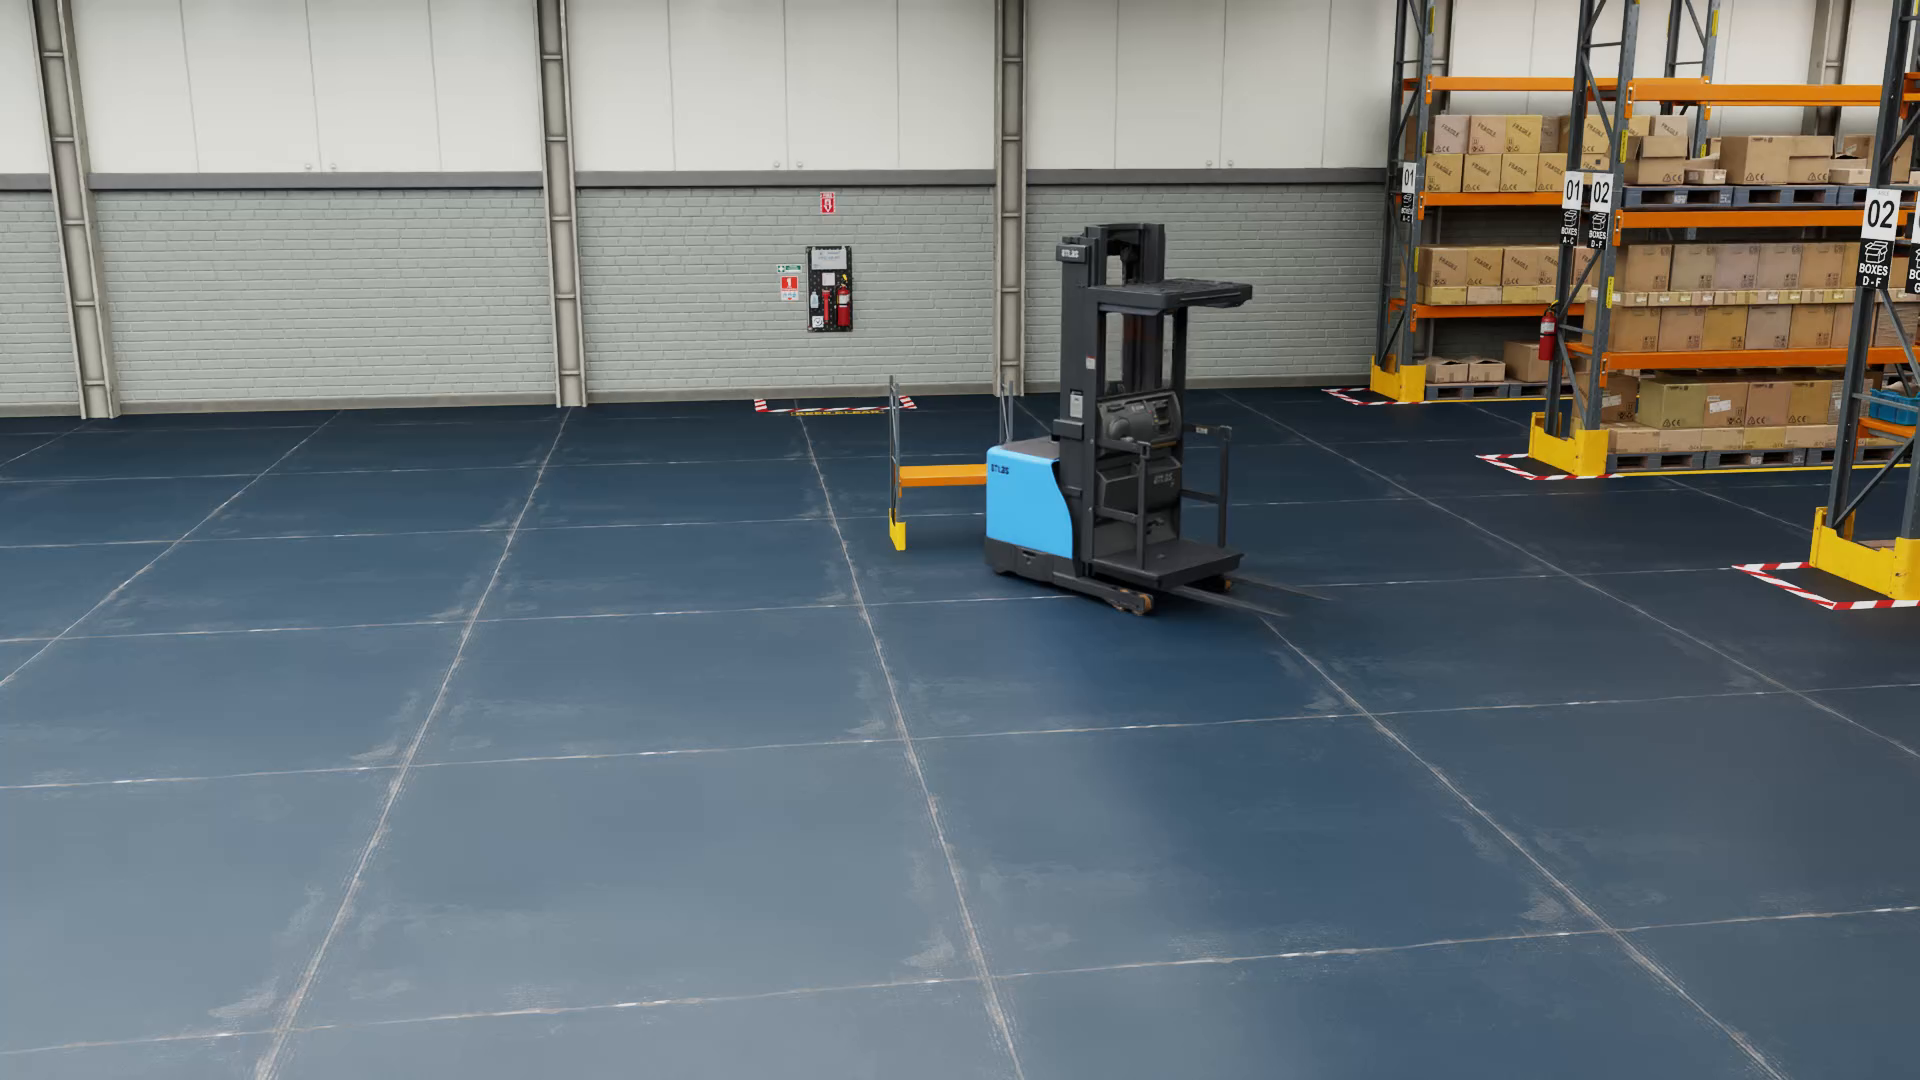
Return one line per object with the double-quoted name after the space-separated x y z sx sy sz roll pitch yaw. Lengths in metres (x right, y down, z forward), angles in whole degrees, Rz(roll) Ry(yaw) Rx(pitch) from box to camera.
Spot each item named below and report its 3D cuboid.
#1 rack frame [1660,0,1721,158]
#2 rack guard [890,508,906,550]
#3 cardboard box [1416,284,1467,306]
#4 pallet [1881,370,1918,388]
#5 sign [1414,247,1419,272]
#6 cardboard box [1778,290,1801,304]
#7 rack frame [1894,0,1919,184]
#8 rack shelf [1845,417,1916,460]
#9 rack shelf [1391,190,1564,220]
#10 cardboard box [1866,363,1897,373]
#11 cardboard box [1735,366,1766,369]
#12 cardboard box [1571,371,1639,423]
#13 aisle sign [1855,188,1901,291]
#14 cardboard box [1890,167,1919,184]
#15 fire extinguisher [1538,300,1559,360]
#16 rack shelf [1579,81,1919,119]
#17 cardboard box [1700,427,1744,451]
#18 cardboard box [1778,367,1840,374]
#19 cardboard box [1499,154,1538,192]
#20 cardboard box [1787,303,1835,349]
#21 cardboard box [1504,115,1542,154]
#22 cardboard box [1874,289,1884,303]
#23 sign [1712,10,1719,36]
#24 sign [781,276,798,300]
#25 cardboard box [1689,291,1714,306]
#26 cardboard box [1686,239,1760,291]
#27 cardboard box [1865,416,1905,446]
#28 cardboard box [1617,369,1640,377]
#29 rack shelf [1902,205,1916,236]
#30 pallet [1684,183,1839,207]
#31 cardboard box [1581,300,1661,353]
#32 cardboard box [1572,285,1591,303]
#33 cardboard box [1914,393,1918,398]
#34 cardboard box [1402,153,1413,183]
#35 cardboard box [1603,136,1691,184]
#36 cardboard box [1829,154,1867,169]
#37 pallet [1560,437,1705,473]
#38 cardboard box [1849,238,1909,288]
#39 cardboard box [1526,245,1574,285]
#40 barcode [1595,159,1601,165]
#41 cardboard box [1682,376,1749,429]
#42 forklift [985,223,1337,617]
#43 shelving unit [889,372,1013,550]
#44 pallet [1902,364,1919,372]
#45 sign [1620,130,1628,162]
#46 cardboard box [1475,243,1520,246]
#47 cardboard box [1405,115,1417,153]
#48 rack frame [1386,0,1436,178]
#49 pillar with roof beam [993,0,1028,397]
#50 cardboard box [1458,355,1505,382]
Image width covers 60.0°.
10.006 -6.538 22.821 0.127 3.000 1.000 -2 14 -8 "rack frame"
-0.568 -0.100 15.137 0.087 0.250 0.587 -2 14 -8 "rack guard"
6.580 -3.361 22.755 0.500 0.250 0.500 -3 14 -10 "cardboard box"
13.188 -2.393 24.356 1.213 0.211 1.003 -2 14 -8 "pallet"
6.131 -3.773 22.347 0.005 0.325 0.100 -2 14 -8 "sign"
8.993 -2.682 18.241 0.250 0.149 0.380 -2 14 -6 "cardboard box"
10.748 -5.347 18.070 0.127 3.000 1.000 -2 14 -8 "rack frame"
9.504 -0.824 13.847 4.000 0.370 1.077 -2 14 -8 "rack shelf"
8.028 -4.662 22.984 4.000 0.370 1.077 -2 14 -8 "rack shelf"
13.257 -2.735 24.225 0.500 0.500 0.700 -2 14 -8 "cardboard box"
11.235 -2.691 24.046 0.500 0.500 0.700 -2 14 -9 "cardboard box"
7.278 -1.617 18.777 0.500 0.500 0.500 -2 14 -8 "cardboard box"
7.411 -2.430 13.429 0.004 0.787 0.394 -2 14 -8 "aisle sign"
13.289 -5.104 23.409 0.500 0.311 0.500 -2 14 -8 "cardboard box"
6.606 -2.362 18.660 0.183 0.674 0.296 -2 14 -8 "fire extinguisher"
8.770 -4.731 17.917 4.000 0.370 1.077 -2 14 -8 "rack shelf"
8.344 -1.165 18.517 0.500 0.250 0.500 -2 14 -8 "cardboard box"
9.749 -1.709 19.146 0.500 0.500 0.500 -2 14 -8 "cardboard box"
7.468 -4.979 22.524 0.500 0.500 0.500 -1 14 -6 "cardboard box"
9.292 -2.430 18.566 0.500 0.500 0.700 -2 14 -7 "cardboard box"
7.476 -5.464 22.403 0.500 0.500 0.500 -2 14 -7 "cardboard box"
10.007 -2.720 18.390 0.250 0.149 0.380 -3 14 -10 "cardboard box"
10.068 -6.898 22.175 0.005 0.325 0.100 -2 14 -8 "sign"
-2.331 -3.441 22.731 0.234 0.329 0.001 -2 14 -8 "sign"
7.970 -2.645 18.091 0.250 0.149 0.380 -2 14 -9 "cardboard box"
8.326 -3.024 18.270 0.500 0.500 0.700 -2 14 -8 "cardboard box"
10.322 -1.237 18.807 0.500 0.250 0.500 -2 14 -8 "cardboard box"
9.481 -2.441 23.736 0.250 0.166 0.380 -4 15 -16 "cardboard box"
12.725 -3.615 18.812 4.000 0.370 1.077 -2 14 -8 "rack shelf"
8.704 -3.768 18.125 1.213 0.211 1.003 -2 14 -8 "pallet"
7.256 -2.354 18.265 0.500 0.500 0.700 -2 14 -8 "cardboard box"
8.594 -3.437 23.056 0.500 0.250 0.500 -2 14 -9 "cardboard box"
11.193 -1.534 18.836 0.500 0.311 0.500 -2 14 -8 "cardboard box"
6.425 -5.072 22.896 0.500 0.500 0.500 -1 14 -4 "cardboard box"
7.361 -4.088 17.855 0.637 0.503 0.797 -1 14 -4 "cardboard box"
9.676 -4.146 18.480 0.500 0.311 0.500 -3 14 -11 "cardboard box"
7.542 -0.977 18.712 1.213 0.211 1.003 -2 14 -8 "pallet"
10.310 -3.097 18.560 0.500 0.500 0.700 -2 14 -8 "cardboard box"
8.078 -3.783 22.895 0.500 0.500 0.500 -2 14 -7 "cardboard box"
7.019 -4.155 18.293 0.075 0.075 0.001 -2 14 -8 "barcode"
8.342 -1.531 18.437 0.500 0.500 0.500 -2 14 -8 "cardboard box"
1.580 -0.975 13.112 1.130 2.935 3.031 -13 19 -41 "forklift"
-0.075 -0.725 15.057 1.083 1.500 0.587 -2 14 -8 "shelving unit"
14.752 -2.431 24.510 1.213 0.211 1.003 -2 14 -8 "pallet"
6.869 -4.075 17.208 0.005 0.325 0.100 -2 14 -8 "sign"
7.495 -3.888 23.311 0.500 0.500 0.500 -2 14 -10 "cardboard box"
6.438 -5.560 22.785 0.500 0.500 0.500 -1 14 -6 "cardboard box"
6.050 -6.393 22.243 0.127 3.000 1.000 -2 14 -8 "rack frame"
1.322 -5.374 18.178 0.400 9.000 9.100 -2 14 -8 "pillar with roof beam"
7.312 -2.417 23.342 0.500 0.311 0.500 -1 14 -4 "cardboard box"
